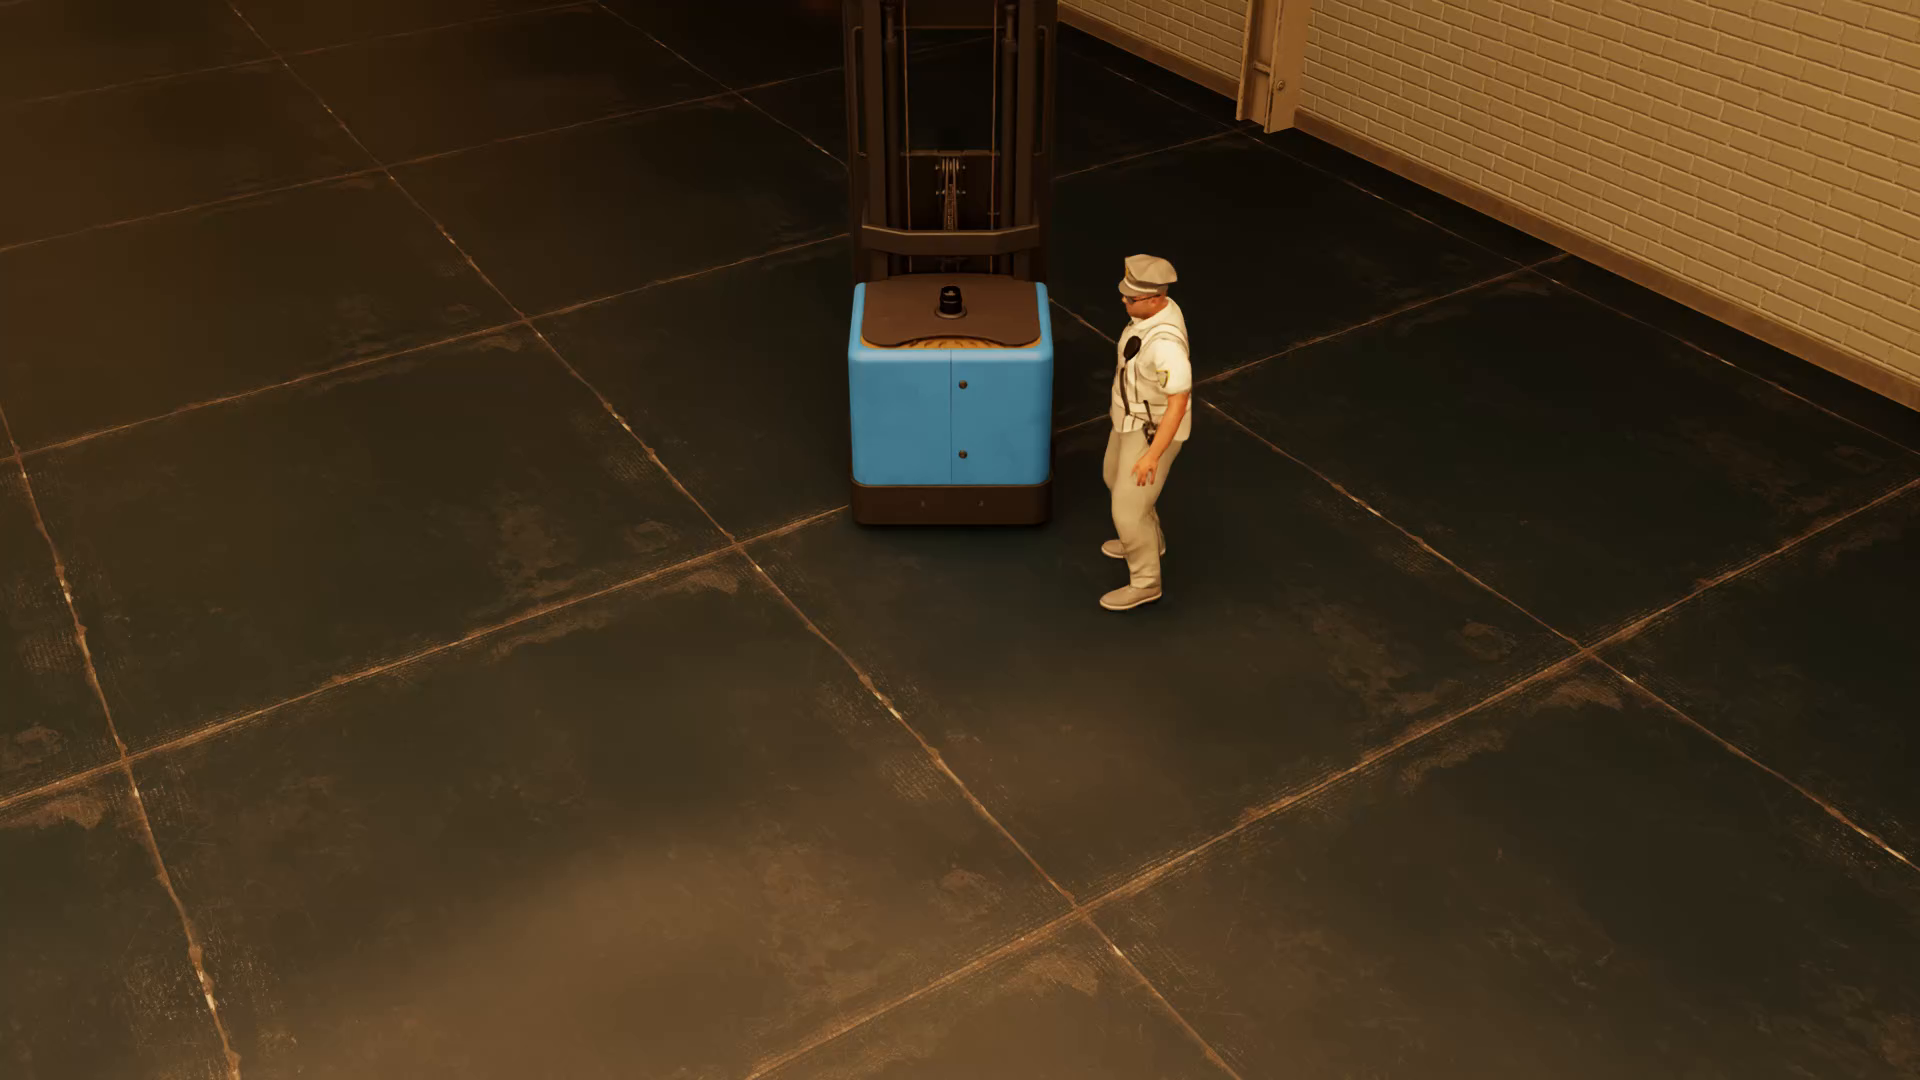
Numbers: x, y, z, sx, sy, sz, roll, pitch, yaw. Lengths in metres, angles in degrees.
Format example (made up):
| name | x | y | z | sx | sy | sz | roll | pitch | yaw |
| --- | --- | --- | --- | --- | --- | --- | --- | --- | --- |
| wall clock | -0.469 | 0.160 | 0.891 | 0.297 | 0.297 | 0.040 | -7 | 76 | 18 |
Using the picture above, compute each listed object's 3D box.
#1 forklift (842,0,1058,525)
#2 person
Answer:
| name | x | y | z | sx | sy | sz | roll | pitch | yaw |
| --- | --- | --- | --- | --- | --- | --- | --- | --- | --- |
| forklift | -0.053 | -2.091 | 9.124 | 1.130 | 2.935 | 3.031 | 0 | 35 | 0 |
| person | 0.883 | -0.558 | 7.997 | 0.427 | 1.718 | 0.796 | -2 | 35 | -3 |
